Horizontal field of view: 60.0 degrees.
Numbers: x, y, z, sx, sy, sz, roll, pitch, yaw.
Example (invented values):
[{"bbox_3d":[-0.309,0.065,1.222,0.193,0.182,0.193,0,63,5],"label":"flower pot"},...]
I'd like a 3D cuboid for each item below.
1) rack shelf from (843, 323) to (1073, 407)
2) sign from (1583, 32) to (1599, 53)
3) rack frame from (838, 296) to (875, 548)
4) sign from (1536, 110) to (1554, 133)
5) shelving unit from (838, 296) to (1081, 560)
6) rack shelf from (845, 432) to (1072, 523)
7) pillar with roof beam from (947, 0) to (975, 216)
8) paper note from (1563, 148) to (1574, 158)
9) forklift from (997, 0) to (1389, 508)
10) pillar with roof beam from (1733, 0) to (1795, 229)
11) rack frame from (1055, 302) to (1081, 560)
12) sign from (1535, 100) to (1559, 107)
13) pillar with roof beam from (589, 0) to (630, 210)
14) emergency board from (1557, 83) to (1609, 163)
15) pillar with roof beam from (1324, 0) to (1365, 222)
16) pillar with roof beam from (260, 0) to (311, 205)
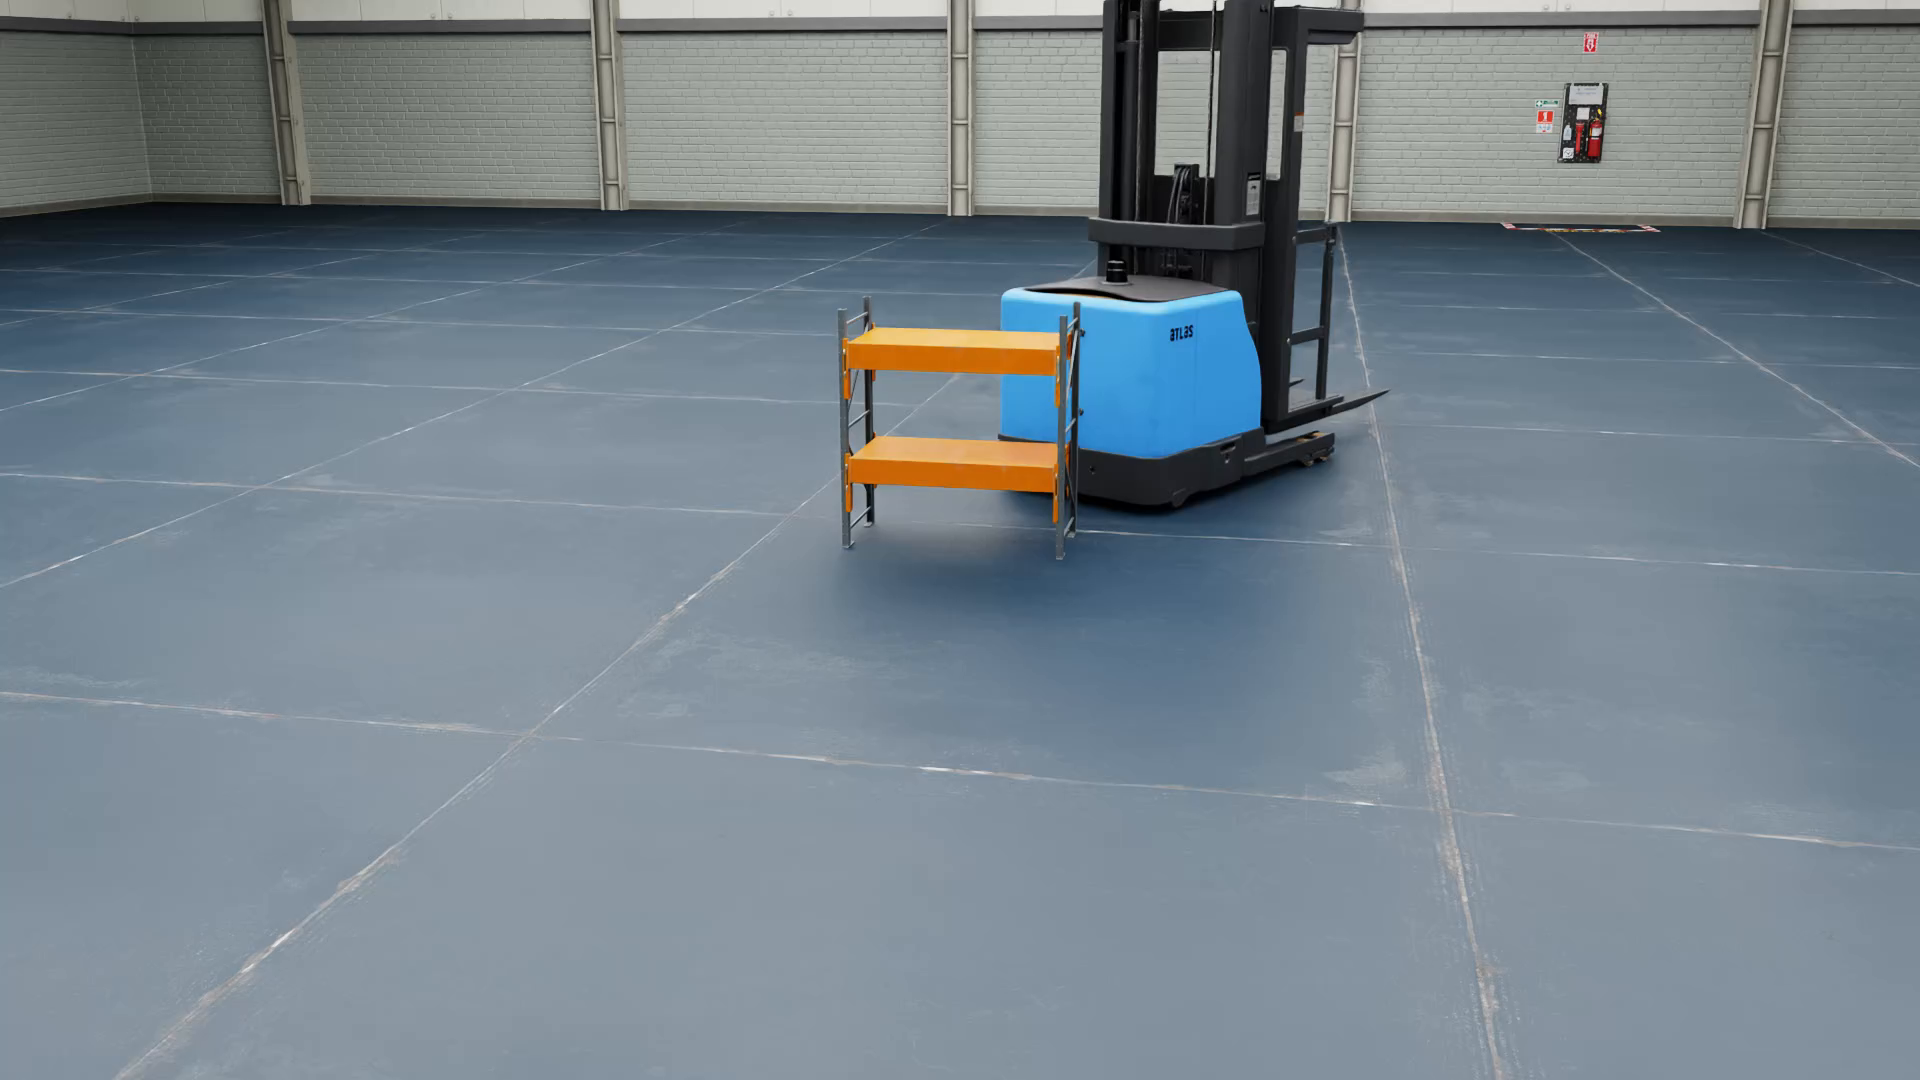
[{"bbox_3d":[0.007,-0.824,7.762,1.000,0.278,0.538,3,16,11],"label":"rack shelf"},{"bbox_3d":[9.378,-7.396,24.731,0.199,0.298,0.001,3,16,11],"label":"sign"},{"bbox_3d":[-0.492,-0.569,7.938,0.032,1.125,0.500,3,16,11],"label":"rack frame"},{"bbox_3d":[8.845,-6.326,25.143,0.234,0.329,0.001,3,16,11],"label":"sign"},{"bbox_3d":[0.007,-0.542,7.841,1.048,1.125,0.538,3,16,11],"label":"shelving unit"},{"bbox_3d":[0.007,-0.306,7.906,1.000,0.278,0.538,3,16,11],"label":"rack shelf"},{"bbox_3d":[-0.837,-8.514,21.872,0.400,9.000,9.100,3,16,11],"label":"pillar with roof beam"},{"bbox_3d":[9.206,-5.855,25.161,0.142,0.148,0.016,3,16,11],"label":"paper note"},{"bbox_3d":[1.526,-1.906,9.383,1.130,2.935,3.031,12,20,38],"label":"forklift"},{"bbox_3d":[10.922,-7.876,19.567,0.400,9.000,9.100,3,16,11],"label":"pillar with roof beam"},{"bbox_3d":[0.505,-0.515,7.743,0.032,1.125,0.500,3,16,11],"label":"rack frame"},{"bbox_3d":[8.847,-6.579,25.063,0.331,0.109,0.001,3,16,11],"label":"sign"},{"bbox_3d":[-6.717,-8.833,23.024,0.400,9.000,9.100,3,16,11],"label":"pillar with roof beam"},{"bbox_3d":[9.366,-6.252,24.944,0.643,1.169,0.194,3,16,11],"label":"emergency board"},{"bbox_3d":[5.042,-8.195,20.720,0.400,9.000,9.100,3,16,11],"label":"pillar with roof beam"},{"bbox_3d":[-12.597,-9.153,24.176,0.400,9.000,9.100,3,16,11],"label":"pillar with roof beam"}]
